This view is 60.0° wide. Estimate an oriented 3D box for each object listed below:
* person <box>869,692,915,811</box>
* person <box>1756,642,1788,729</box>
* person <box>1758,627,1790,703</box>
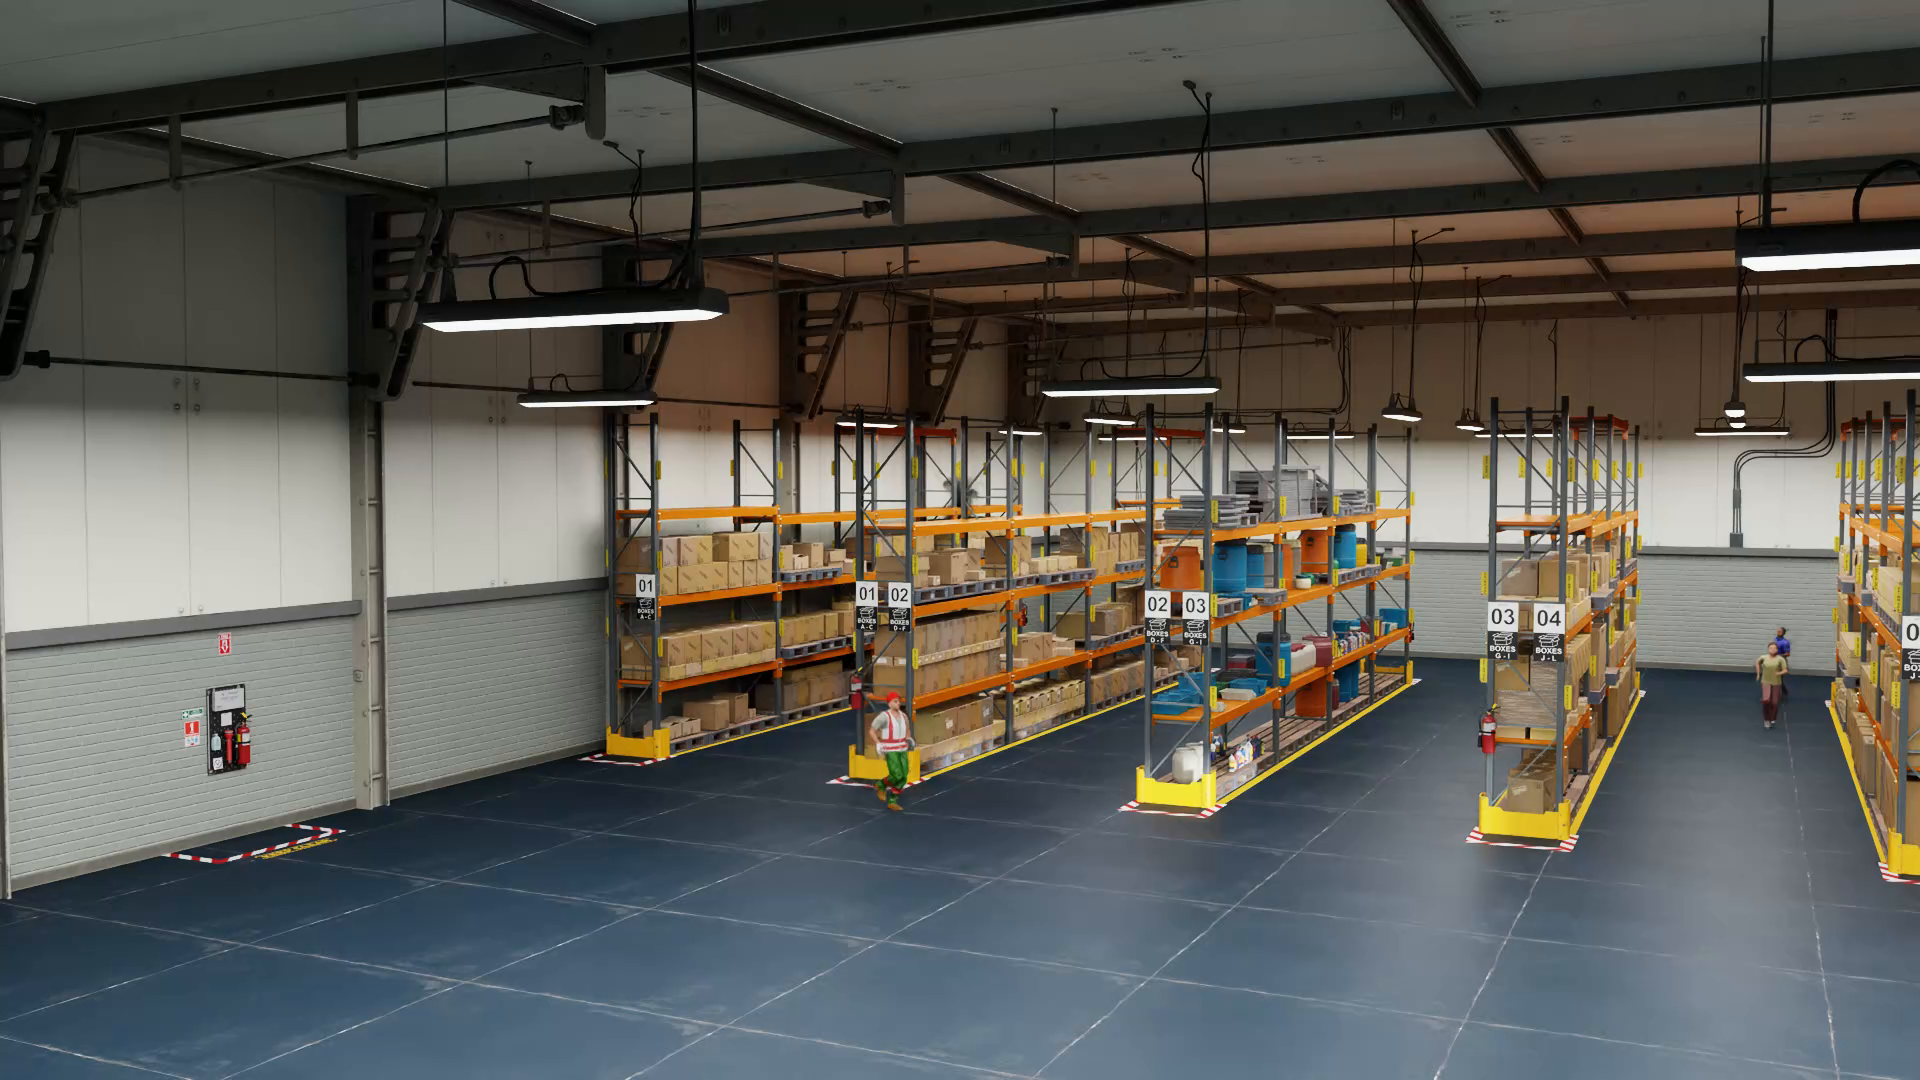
[{"bbox_3d":[-0.957,3.103,24.430,0.666,1.737,0.595,-2,3,-41],"label":"person"},{"bbox_3d":[15.716,2.814,32.197,0.542,1.687,0.774,1,3,24],"label":"person"},{"bbox_3d":[17.602,2.695,35.738,0.784,1.651,0.593,-1,3,-24],"label":"person"}]
